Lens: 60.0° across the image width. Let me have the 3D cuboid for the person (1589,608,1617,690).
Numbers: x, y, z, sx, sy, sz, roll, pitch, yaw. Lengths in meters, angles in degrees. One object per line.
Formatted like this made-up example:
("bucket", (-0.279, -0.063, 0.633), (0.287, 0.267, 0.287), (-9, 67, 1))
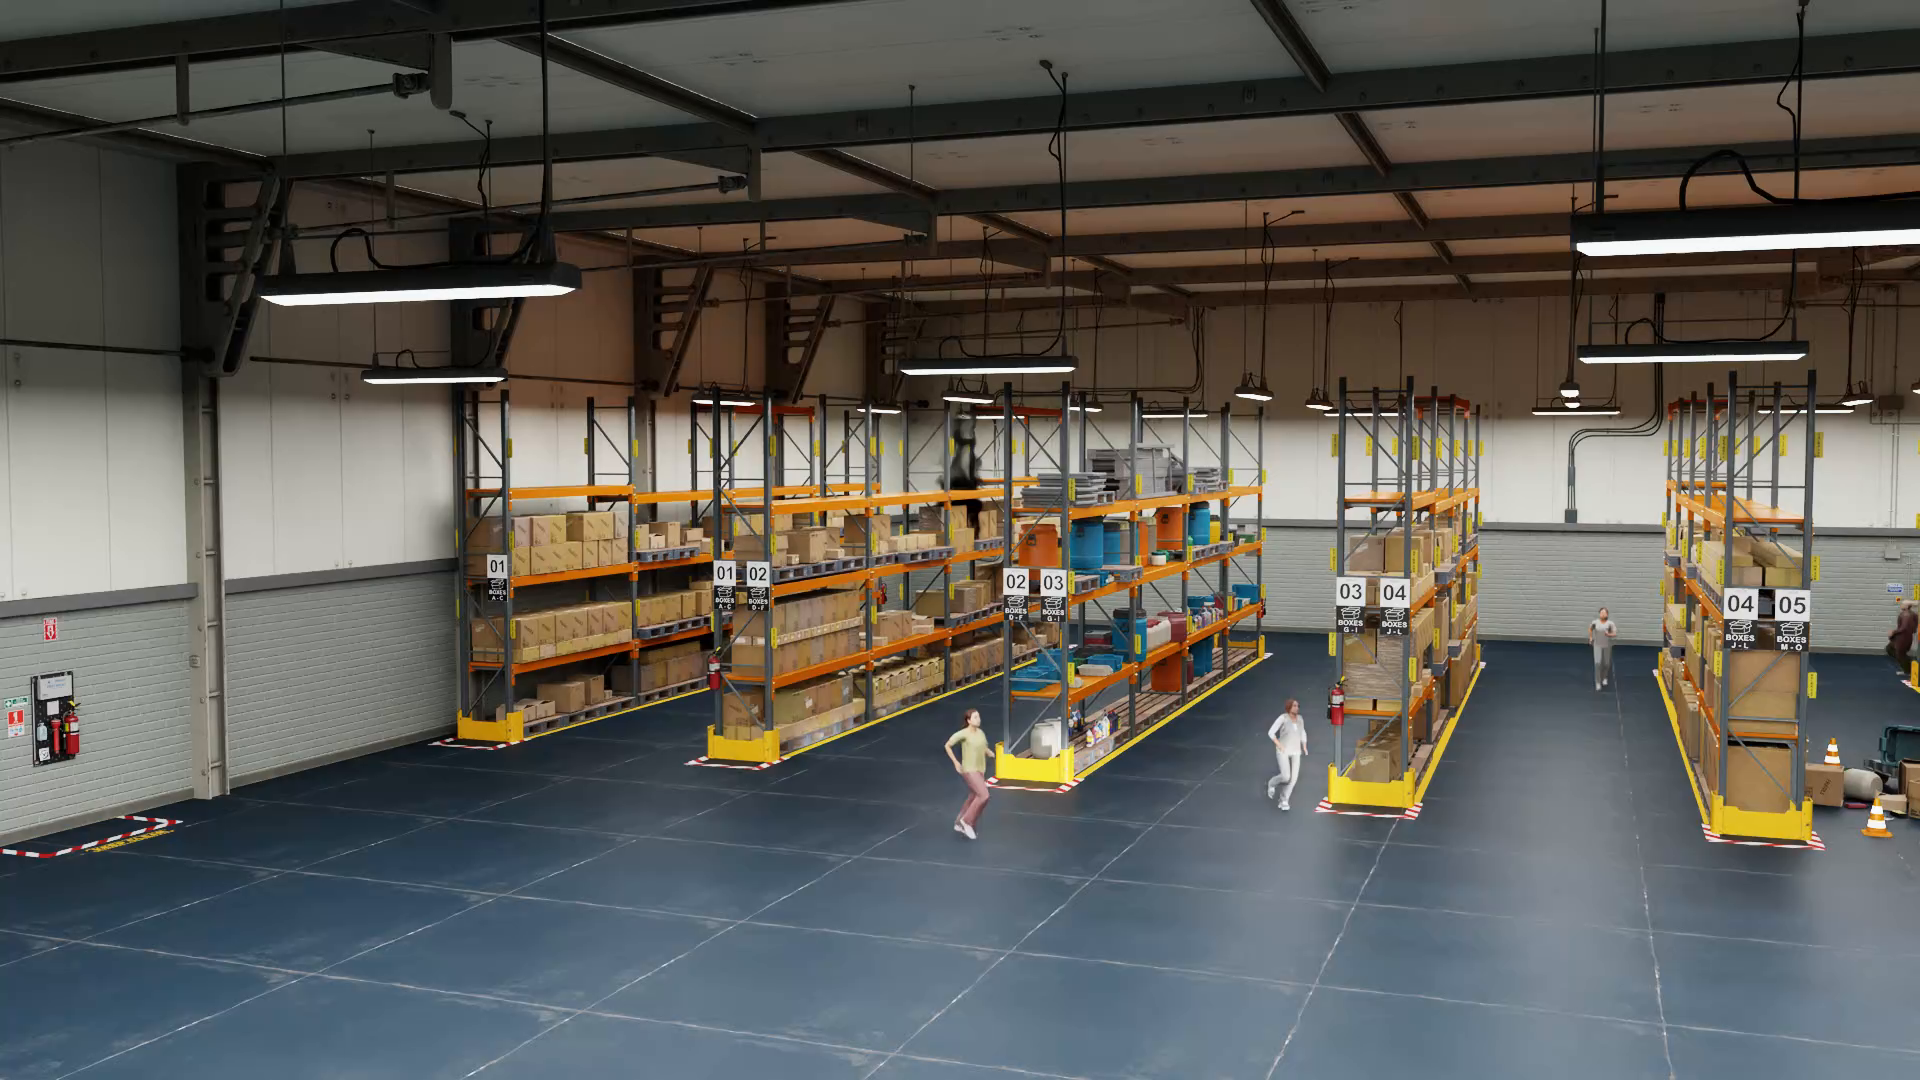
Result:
("person", (13.363, 2.236, 34.578), (0.559, 1.667, 0.956), (1, 3, 22))

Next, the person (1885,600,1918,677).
("person", (20.575, 2.140, 36.325), (0.625, 1.703, 0.714), (2, 4, 29))

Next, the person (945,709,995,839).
("person", (0.179, 2.989, 21.327), (0.645, 1.659, 0.549), (2, 4, 38))

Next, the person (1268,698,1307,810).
("person", (4.566, 2.960, 23.180), (0.569, 1.532, 0.513), (-1, 3, -16))
